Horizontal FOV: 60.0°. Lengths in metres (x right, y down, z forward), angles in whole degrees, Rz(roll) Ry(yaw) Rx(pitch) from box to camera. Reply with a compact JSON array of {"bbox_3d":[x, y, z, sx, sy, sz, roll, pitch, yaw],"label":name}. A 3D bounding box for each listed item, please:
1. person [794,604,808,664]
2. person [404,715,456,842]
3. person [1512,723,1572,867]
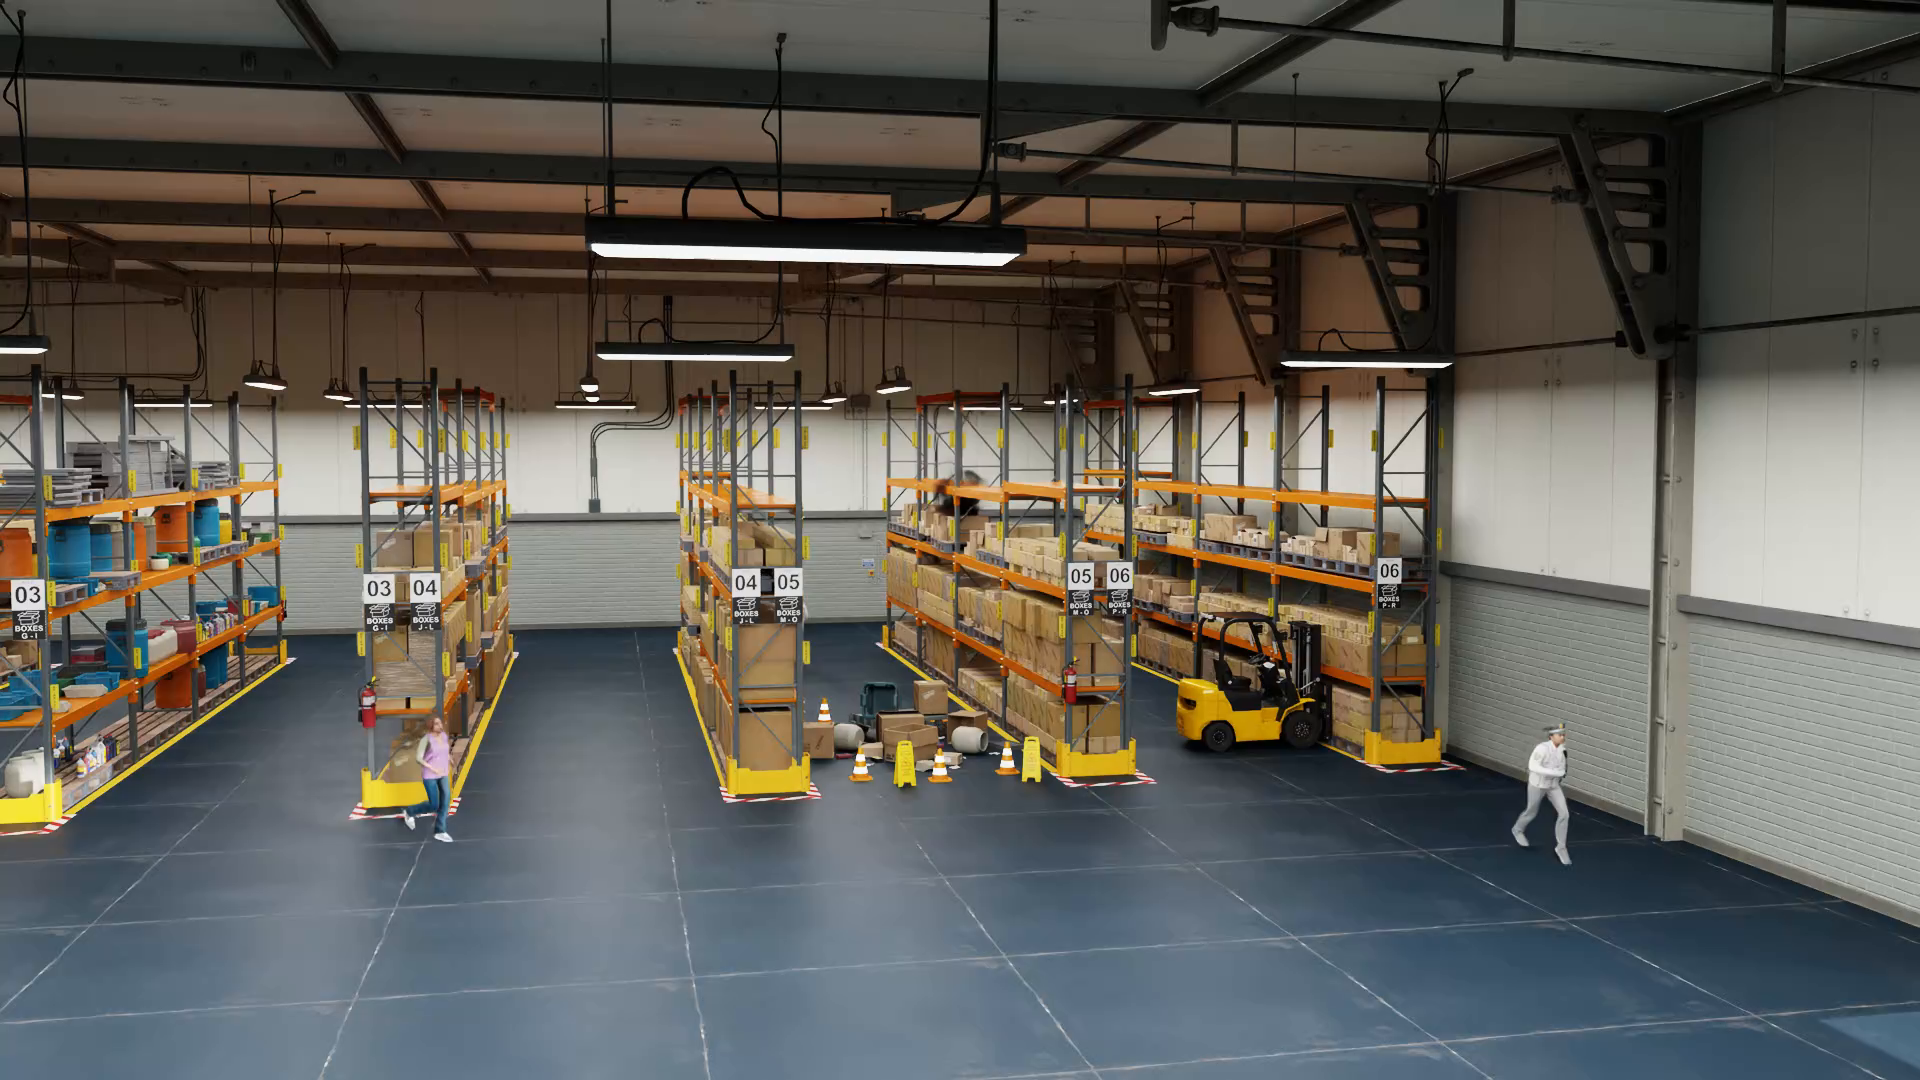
[{"bbox_3d":[-3.724,1.946,37.311,0.625,1.658,0.591,-1,4,-17],"label":"person"},{"bbox_3d":[-6.644,2.985,20.929,0.695,1.586,0.543,2,4,29],"label":"person"},{"bbox_3d":[6.996,2.989,19.984,0.612,1.695,0.992,-1,4,-18],"label":"person"}]
